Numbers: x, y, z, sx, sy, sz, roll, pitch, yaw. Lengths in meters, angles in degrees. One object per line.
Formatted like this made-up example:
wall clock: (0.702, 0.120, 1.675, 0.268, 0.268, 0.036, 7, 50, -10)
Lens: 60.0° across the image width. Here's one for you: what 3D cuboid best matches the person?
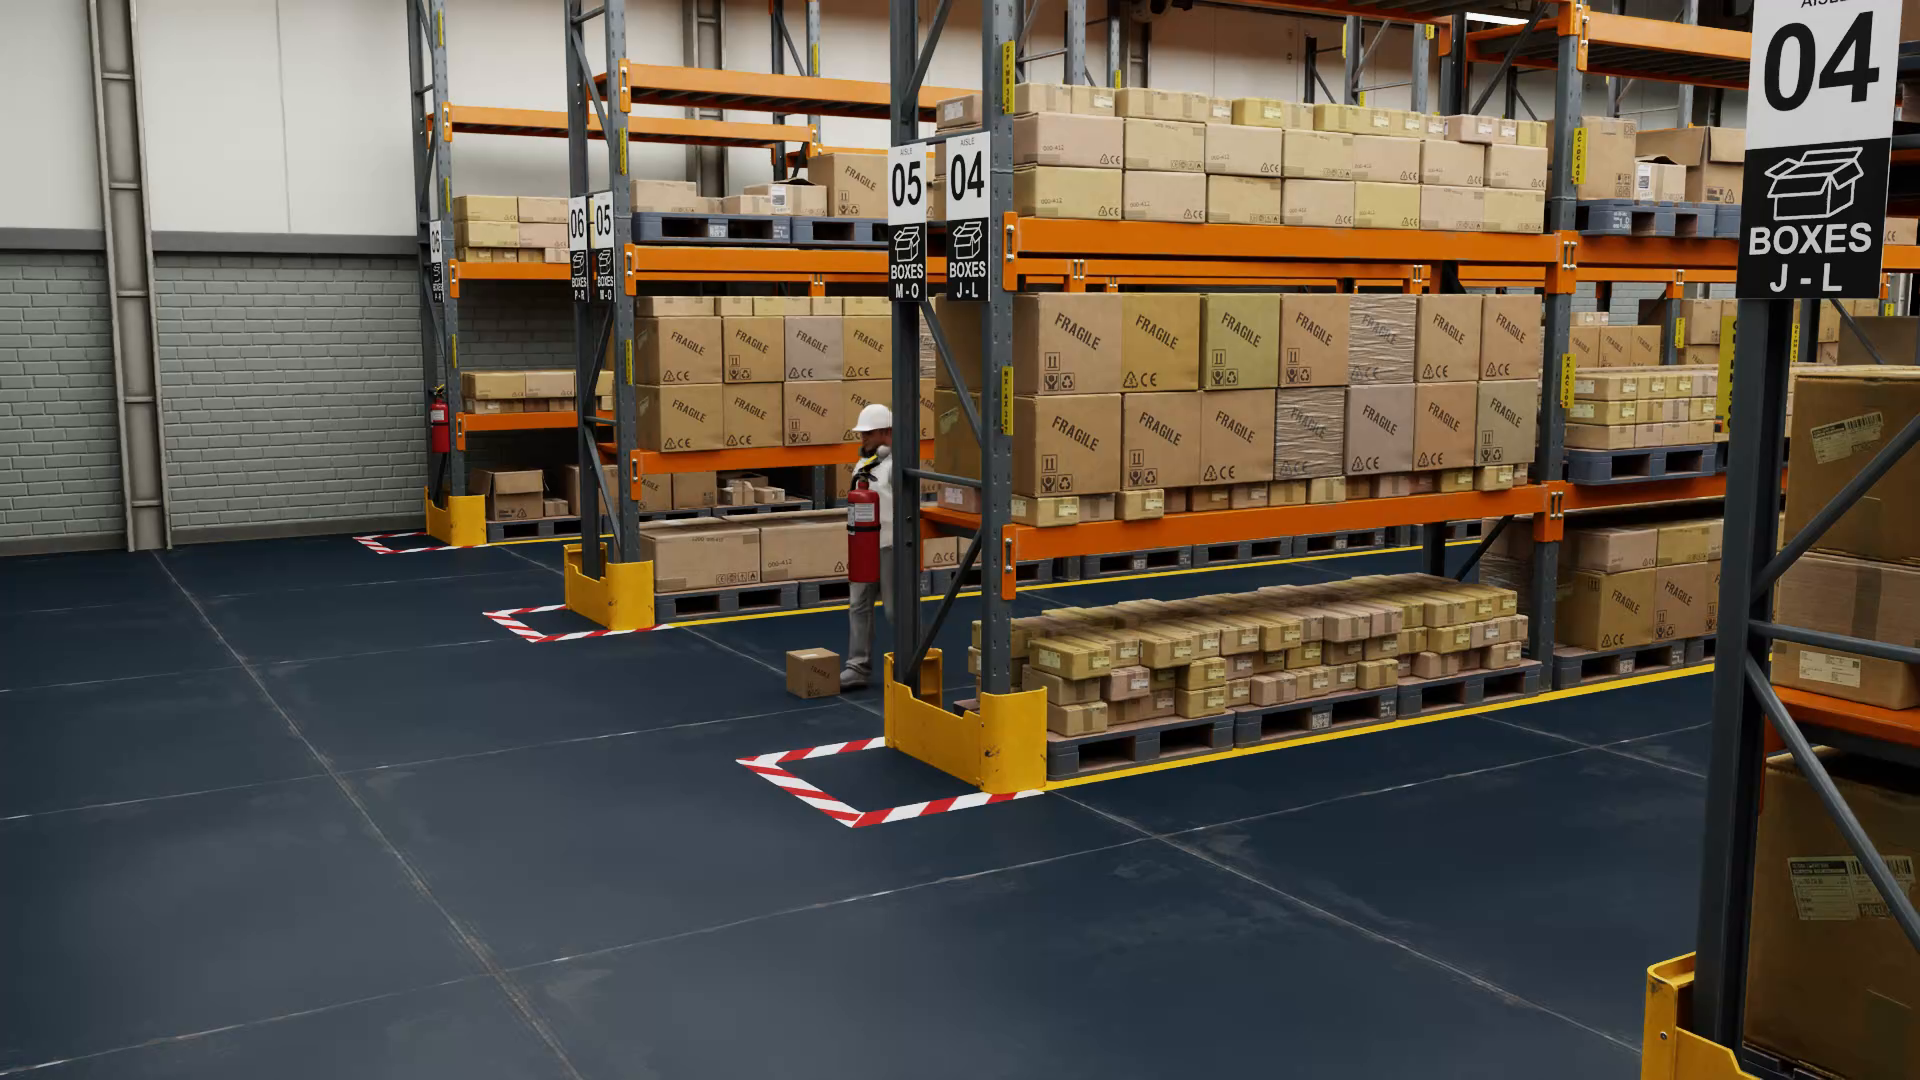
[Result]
person: (-0.523, 0.037, 10.422, 0.561, 1.768, 0.698, 7, 11, 42)
